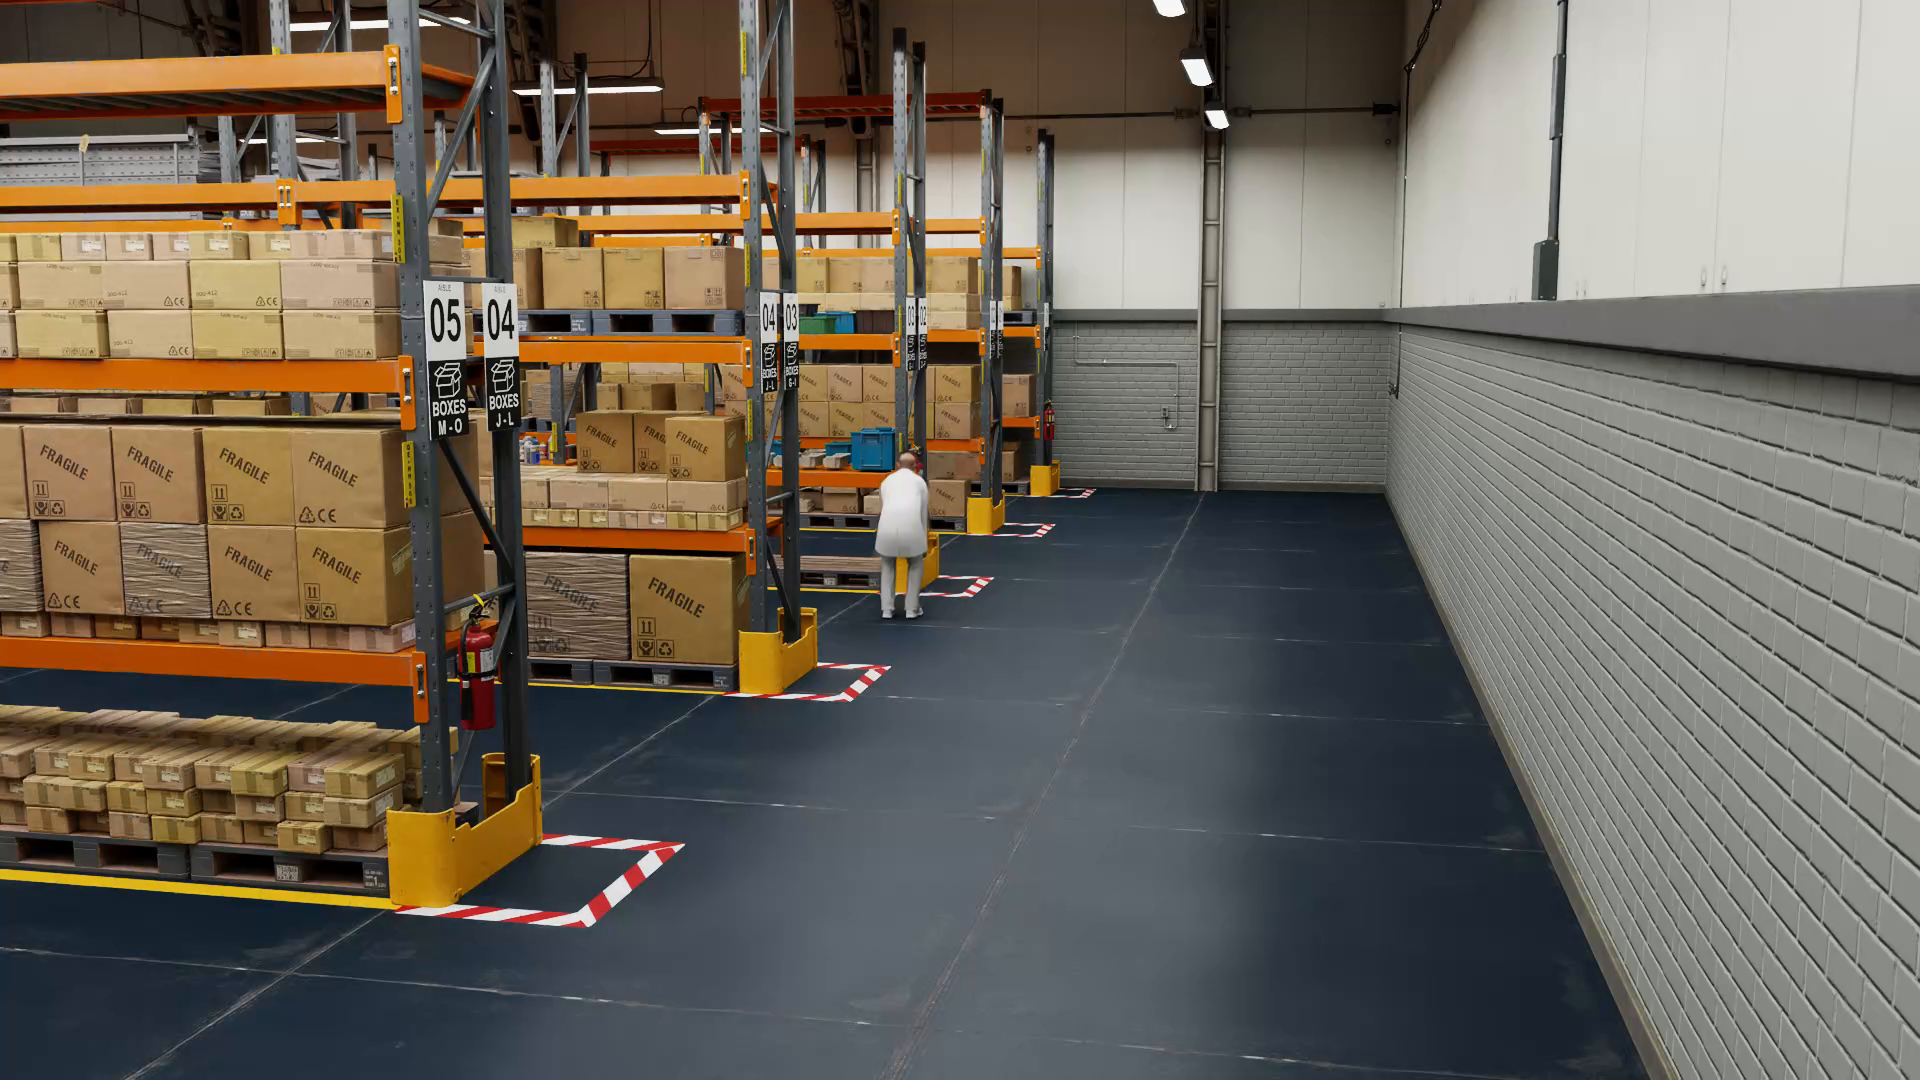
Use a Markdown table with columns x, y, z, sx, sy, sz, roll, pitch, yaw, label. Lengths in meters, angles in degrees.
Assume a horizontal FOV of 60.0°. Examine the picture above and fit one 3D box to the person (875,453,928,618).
| x | y | z | sx | sy | sz | roll | pitch | yaw | label |
| --- | --- | --- | --- | --- | --- | --- | --- | --- | --- |
| -0.564 | -0.049 | 16.775 | 0.540 | 1.633 | 0.697 | 1 | 8 | 10 | person |
